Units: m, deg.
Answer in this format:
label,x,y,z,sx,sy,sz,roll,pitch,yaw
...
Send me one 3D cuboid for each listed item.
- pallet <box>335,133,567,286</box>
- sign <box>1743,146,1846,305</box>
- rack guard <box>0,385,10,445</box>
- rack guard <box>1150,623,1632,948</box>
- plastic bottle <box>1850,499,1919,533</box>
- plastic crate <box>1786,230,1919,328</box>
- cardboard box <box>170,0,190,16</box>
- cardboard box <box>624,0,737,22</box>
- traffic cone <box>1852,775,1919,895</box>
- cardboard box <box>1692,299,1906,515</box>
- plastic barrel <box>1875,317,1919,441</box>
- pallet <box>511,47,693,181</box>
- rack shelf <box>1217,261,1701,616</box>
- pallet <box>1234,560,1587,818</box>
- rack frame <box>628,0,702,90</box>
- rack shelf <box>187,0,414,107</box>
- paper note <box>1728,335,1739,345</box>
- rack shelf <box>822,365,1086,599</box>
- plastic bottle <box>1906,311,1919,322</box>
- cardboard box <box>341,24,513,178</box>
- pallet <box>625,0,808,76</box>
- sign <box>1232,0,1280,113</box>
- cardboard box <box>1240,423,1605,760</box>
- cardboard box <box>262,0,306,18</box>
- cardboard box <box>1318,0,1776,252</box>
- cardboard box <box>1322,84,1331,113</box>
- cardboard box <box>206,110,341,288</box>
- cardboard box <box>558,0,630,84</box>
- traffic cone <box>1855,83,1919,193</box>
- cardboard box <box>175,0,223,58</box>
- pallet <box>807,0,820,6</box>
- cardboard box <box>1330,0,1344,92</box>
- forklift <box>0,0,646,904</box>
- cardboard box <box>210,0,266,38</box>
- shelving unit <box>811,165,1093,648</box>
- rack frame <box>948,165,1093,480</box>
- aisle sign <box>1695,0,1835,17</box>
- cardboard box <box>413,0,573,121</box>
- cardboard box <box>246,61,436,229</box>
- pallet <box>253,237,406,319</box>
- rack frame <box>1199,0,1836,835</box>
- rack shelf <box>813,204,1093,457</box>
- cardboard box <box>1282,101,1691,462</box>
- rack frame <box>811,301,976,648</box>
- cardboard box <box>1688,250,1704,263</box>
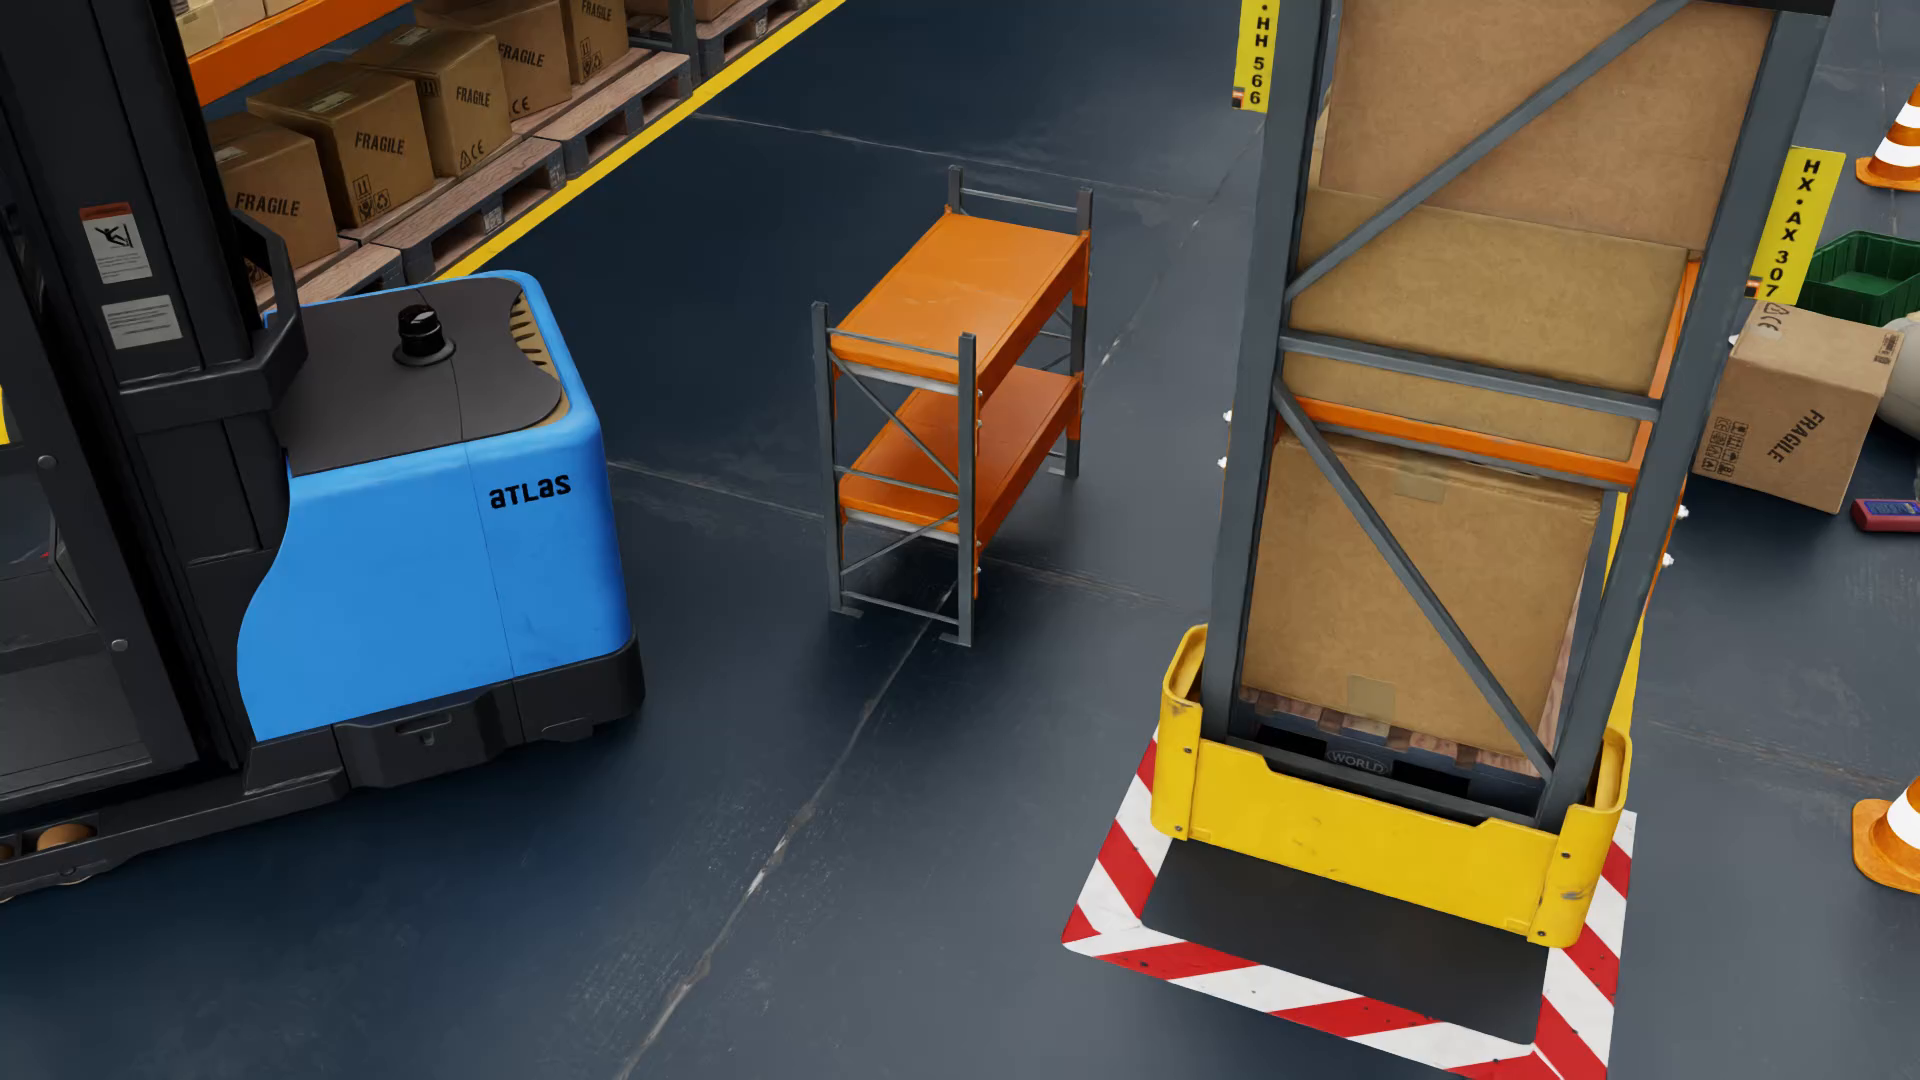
label,x,y,z,sx,sy,sz,roll,pitch,yaw
pallet,-2.580,-1.594,7.706,1.003,0.211,1.213,14,39,18
sign,1.643,-0.617,3.280,0.100,0.325,0.005,14,39,18
rack guard,-3.387,-0.594,6.128,1.175,0.500,0.348,14,39,18
rack guard,1.123,0.647,4.467,1.175,0.500,0.348,14,39,18
plastic bottle,3.285,-0.084,5.812,0.283,0.061,0.133,1,37,2
plastic crate,3.799,-1.085,6.996,0.662,0.188,0.450,-25,33,-29
cardboard box,-3.182,-2.011,5.603,0.875,0.500,0.500,14,39,18
cardboard box,-1.641,-3.278,9.351,0.700,0.500,0.500,11,38,14
traffic cone,2.647,0.678,4.457,0.336,0.463,0.334,14,39,18
cardboard box,3.012,-0.489,5.985,0.500,0.500,0.500,21,42,25
plastic barrel,3.641,-0.573,6.163,0.421,0.421,0.512,-17,40,-22
pallet,-2.117,-2.271,8.613,1.003,0.211,1.213,14,39,18
rack shelf,1.893,-1.187,5.433,1.077,0.370,4.000,14,39,18
pallet,1.364,0.289,5.188,1.003,0.211,1.213,14,39,18
rack frame,-1.894,-3.768,8.286,1.000,3.000,0.127,14,39,18
rack shelf,-2.655,-2.373,7.020,1.077,0.370,4.000,14,39,18
paper note,3.236,-0.815,6.814,0.147,0.020,0.142,-11,38,-14
rack shelf,0.003,-0.258,5.565,0.538,0.278,1.000,14,39,18
plastic bottle,3.945,-0.909,6.915,0.133,0.061,0.283,-5,37,-6
cardboard box,-2.458,-2.042,7.714,0.500,0.500,0.500,11,38,14
pallet,-1.600,-3.083,9.698,1.003,0.211,1.213,14,39,18
sign,0.636,-1.058,3.495,0.100,0.325,0.005,14,39,18
cardboard box,1.329,-0.075,4.769,0.875,0.875,0.875,14,39,18
cardboard box,-2.688,-2.105,6.271,0.380,0.149,0.250,14,39,18
cardboard box,1.309,-1.057,3.631,0.875,0.550,0.550,14,39,18
cardboard box,1.420,-0.953,4.394,0.875,0.550,0.550,14,39,18
cardboard box,-2.968,-1.401,6.856,0.500,0.500,0.500,25,43,29
cardboard box,-2.084,-2.723,8.625,0.500,0.500,0.500,13,39,16
traffic cone,4.561,-1.965,7.992,0.336,0.463,0.334,14,39,18
cardboard box,-2.866,-1.826,5.897,0.380,0.149,0.250,14,39,18
pallet,-1.137,-3.761,10.605,1.003,0.211,1.213,14,39,18
cardboard box,1.433,-1.383,4.067,0.875,0.550,0.550,14,39,18
forklift,-2.514,-0.558,4.048,3.031,2.935,1.130,-14,39,-18
cardboard box,-2.790,-1.969,6.088,0.380,0.149,0.250,14,39,18
shelving unit,0.003,-0.454,5.418,0.538,1.125,1.048,14,39,18
rack frame,0.196,-0.736,5.795,0.500,1.125,0.032,14,39,18
aisle sign,1.383,-1.301,2.814,0.394,0.787,0.004,14,39,18
cardboard box,-2.294,-2.404,8.198,0.500,0.500,0.500,27,45,32
cardboard box,-2.712,-1.744,7.314,0.500,0.500,0.500,18,40,22
pallet,-3.046,-0.921,6.805,1.003,0.211,1.213,14,39,18
rack frame,1.132,-0.368,3.737,1.000,3.000,0.127,14,39,18
rack shelf,0.003,-0.689,5.243,0.538,0.278,1.000,14,39,18
cardboard box,1.231,-0.644,3.980,0.875,0.550,0.550,14,39,18
rack frame,-0.191,-0.173,5.042,0.500,1.125,0.032,14,39,18
cardboard box,1.750,-1.235,4.771,0.875,0.550,0.550,14,39,18
